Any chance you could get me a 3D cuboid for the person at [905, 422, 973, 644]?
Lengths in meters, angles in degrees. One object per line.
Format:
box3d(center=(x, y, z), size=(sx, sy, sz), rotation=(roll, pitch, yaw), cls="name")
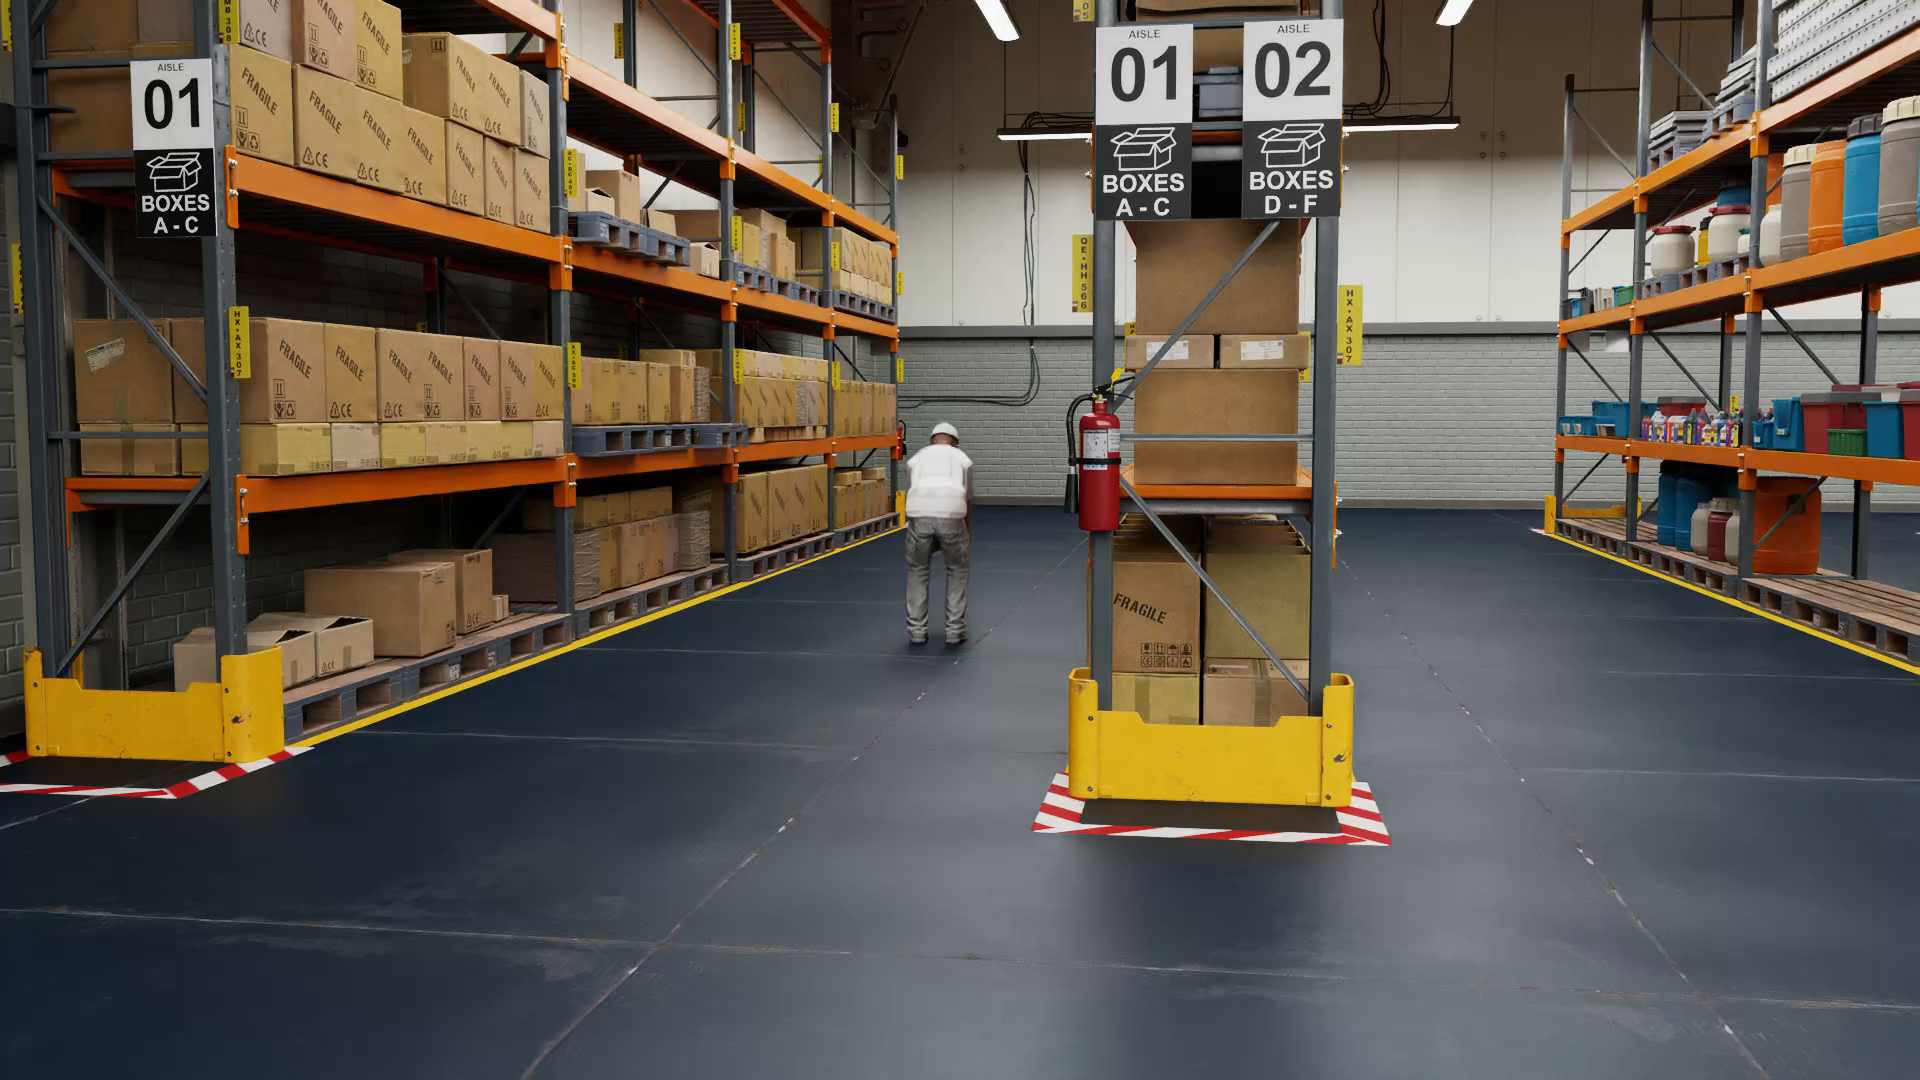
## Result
box3d(center=(-0.144, -0.067, 11.867), size=(0.479, 1.544, 0.822), rotation=(1, 4, 7), cls="person")
